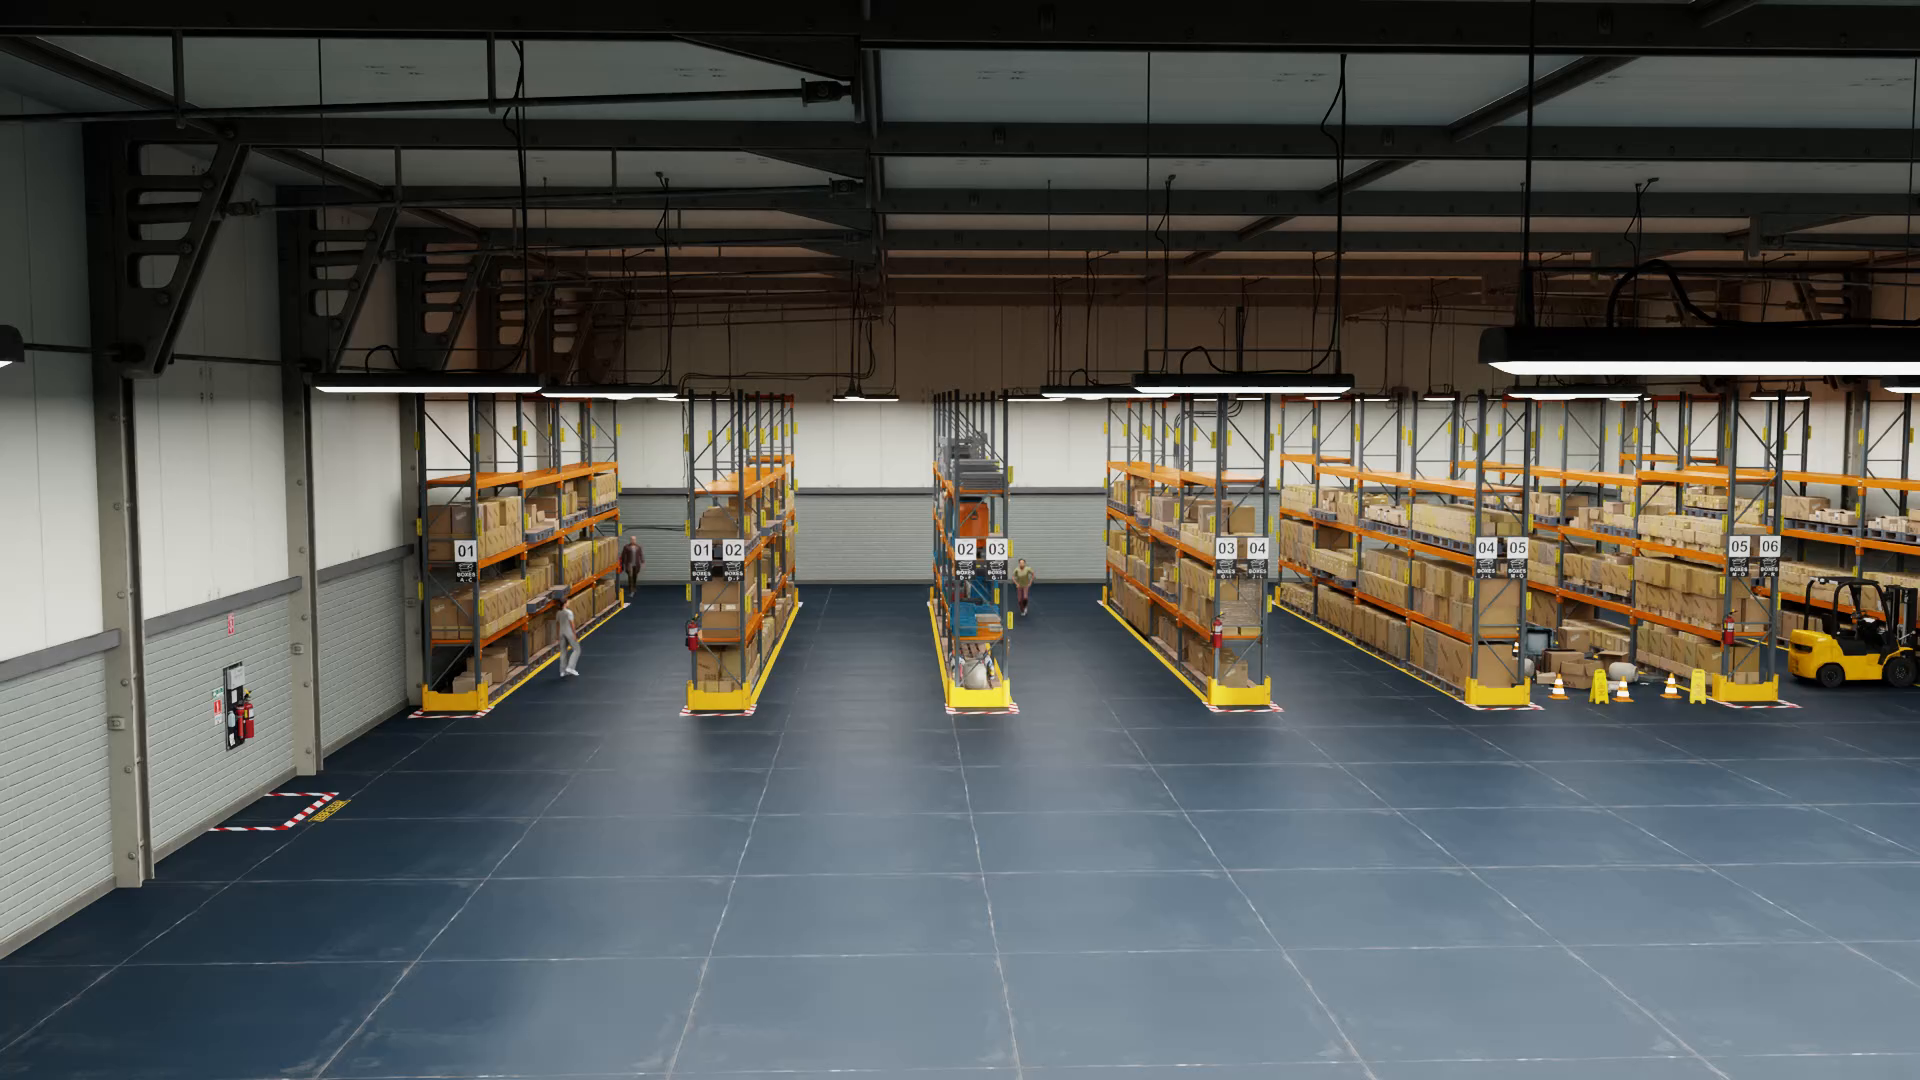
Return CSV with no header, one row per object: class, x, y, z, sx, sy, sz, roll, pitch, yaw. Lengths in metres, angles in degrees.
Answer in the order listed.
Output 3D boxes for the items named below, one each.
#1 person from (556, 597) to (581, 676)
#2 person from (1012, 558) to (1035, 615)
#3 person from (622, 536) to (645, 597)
person,-8.273,2.026,35.001,0.546,1.655,0.438,2,5,20
person,1.714,1.268,45.011,0.609,1.580,0.684,1,5,8
person,-9.809,0.775,49.962,0.653,1.792,0.969,-2,5,-27
